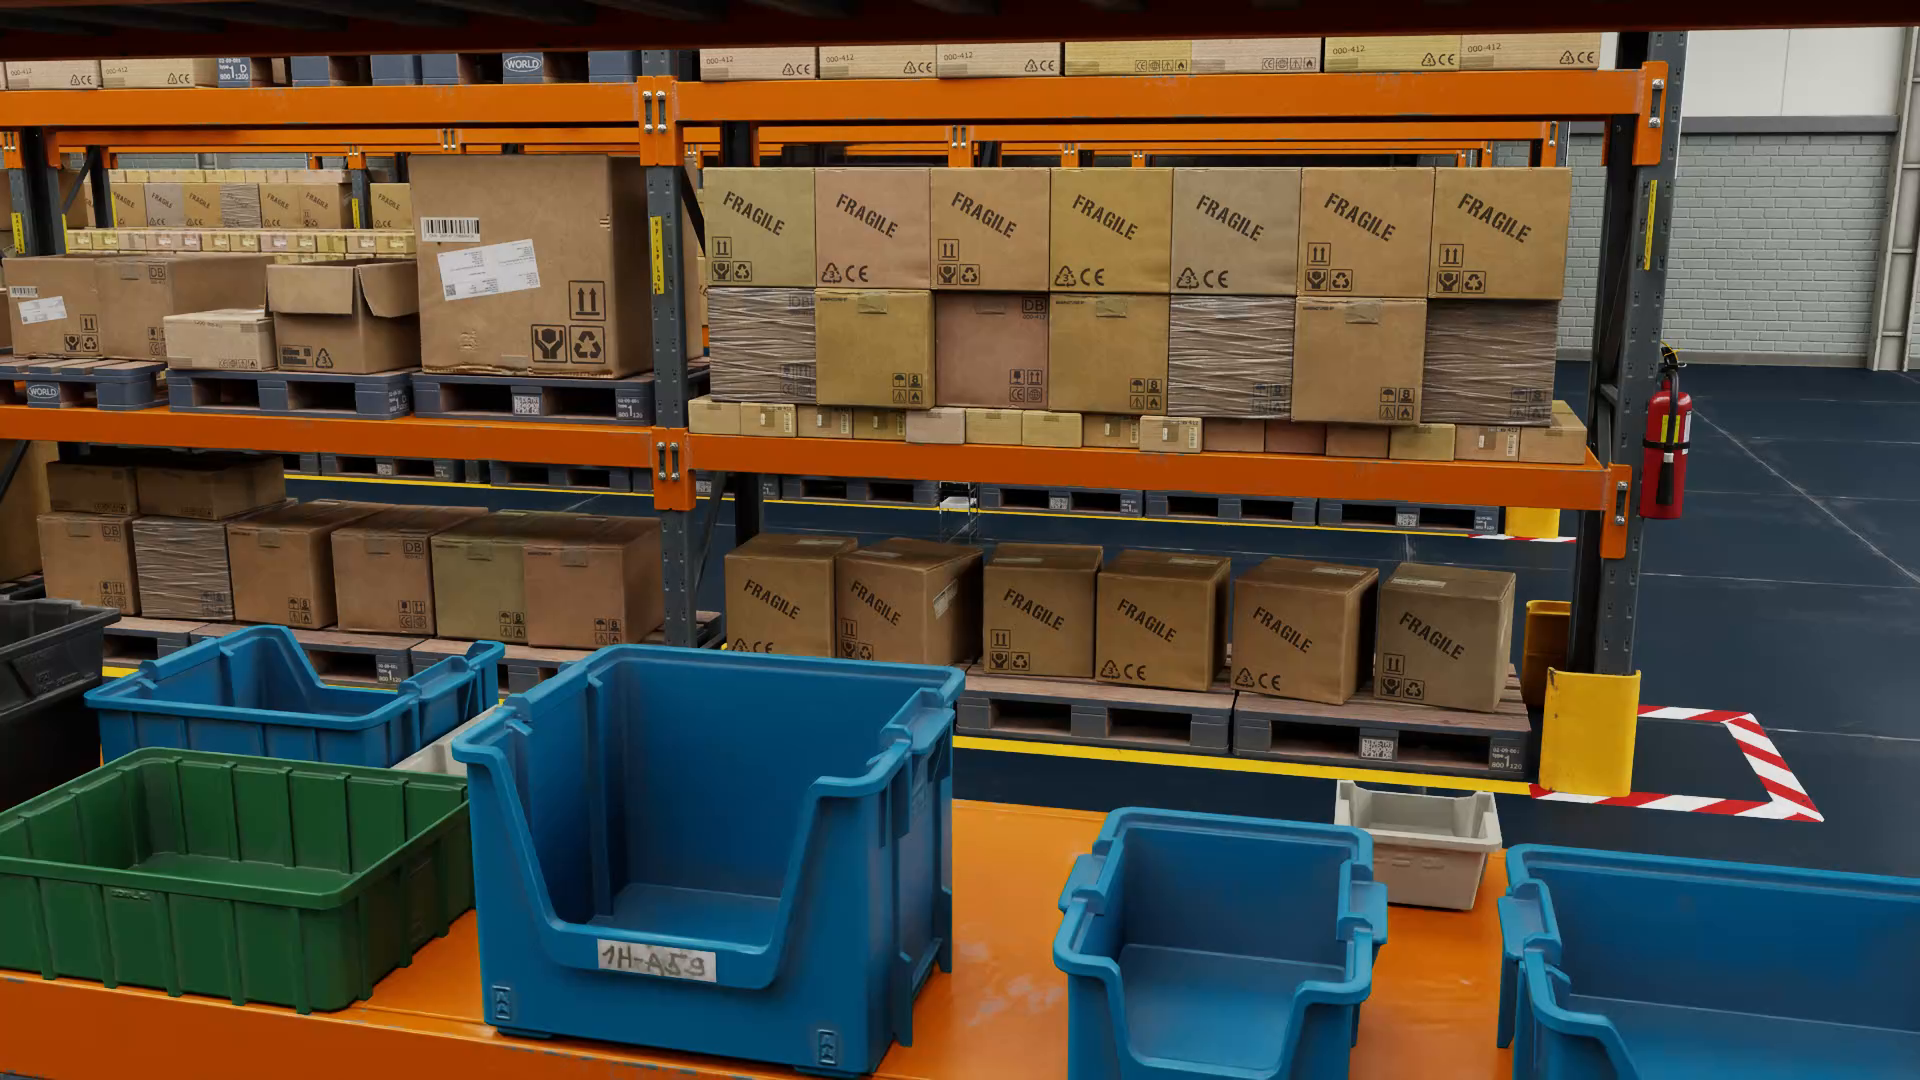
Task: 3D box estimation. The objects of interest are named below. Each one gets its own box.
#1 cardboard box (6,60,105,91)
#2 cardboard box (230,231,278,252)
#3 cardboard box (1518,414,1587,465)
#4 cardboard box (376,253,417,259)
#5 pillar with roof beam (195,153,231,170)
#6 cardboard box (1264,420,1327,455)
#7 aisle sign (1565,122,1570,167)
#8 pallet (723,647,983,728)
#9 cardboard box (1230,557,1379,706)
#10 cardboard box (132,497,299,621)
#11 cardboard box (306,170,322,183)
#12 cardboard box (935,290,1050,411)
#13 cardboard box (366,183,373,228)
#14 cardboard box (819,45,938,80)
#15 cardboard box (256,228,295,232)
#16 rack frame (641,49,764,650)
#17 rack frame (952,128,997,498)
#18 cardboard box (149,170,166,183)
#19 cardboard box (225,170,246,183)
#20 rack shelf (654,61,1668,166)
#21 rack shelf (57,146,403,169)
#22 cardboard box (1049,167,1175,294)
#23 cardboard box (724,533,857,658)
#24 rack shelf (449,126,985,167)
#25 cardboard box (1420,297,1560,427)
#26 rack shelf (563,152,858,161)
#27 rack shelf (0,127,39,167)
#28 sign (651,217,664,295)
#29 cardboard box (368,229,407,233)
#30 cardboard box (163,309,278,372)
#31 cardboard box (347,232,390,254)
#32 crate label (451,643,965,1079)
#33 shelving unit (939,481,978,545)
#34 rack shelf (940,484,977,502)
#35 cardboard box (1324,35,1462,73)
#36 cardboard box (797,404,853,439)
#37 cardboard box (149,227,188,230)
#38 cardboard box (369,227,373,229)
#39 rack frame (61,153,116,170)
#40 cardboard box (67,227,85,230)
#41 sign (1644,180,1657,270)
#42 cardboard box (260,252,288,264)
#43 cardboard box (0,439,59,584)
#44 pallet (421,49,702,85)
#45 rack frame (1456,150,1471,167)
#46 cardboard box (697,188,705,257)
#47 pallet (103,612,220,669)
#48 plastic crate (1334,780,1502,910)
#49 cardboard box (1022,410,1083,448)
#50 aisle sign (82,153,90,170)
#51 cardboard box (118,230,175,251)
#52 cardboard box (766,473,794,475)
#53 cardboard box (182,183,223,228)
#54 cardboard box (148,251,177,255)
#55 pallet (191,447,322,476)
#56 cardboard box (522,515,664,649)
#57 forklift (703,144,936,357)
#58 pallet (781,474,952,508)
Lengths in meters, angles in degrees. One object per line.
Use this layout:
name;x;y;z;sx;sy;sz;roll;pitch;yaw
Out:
cardboard box;-4.159;-2.266;7.944;0.500;0.250;0.500;3;13;15
cardboard box;-5.607;-2.387;13.304;0.250;0.149;0.380;4;13;16
cardboard box;2.388;-0.413;6.751;0.250;0.149;0.380;3;13;14
cardboard box;-4.355;-2.175;13.035;0.250;0.149;0.380;3;13;15
pillar with roof beam;-12.693;-6.876;21.449;0.400;9.000;9.100;3;13;14
cardboard box;1.419;-0.466;6.991;0.250;0.149;0.380;3;13;14
aisle sign;3.998;-2.805;10.948;0.004;0.787;0.394;3;13;14
pallet;-0.509;0.617;7.967;1.213;0.211;1.003;3;13;14
cardboard box;1.524;0.391;7.347;0.500;0.500;0.500;7;14;28
cardboard box;-3.856;0.083;8.692;0.500;0.500;0.700;2;13;9
cardboard box;-7.167;-4.110;18.798;0.250;0.149;0.380;3;13;15
cardboard box;0.240;-0.892;7.410;0.500;0.500;0.875;3;13;14
cardboard box;-6.966;-3.884;19.275;0.500;0.500;0.500;3;13;14
cardboard box;-0.279;-2.060;7.013;0.500;0.250;0.500;3;13;13
cardboard box;-5.686;-2.537;13.979;0.250;0.149;0.380;3;13;13
rack frame;-1.169;-0.772;7.789;0.127;3.000;1.000;3;13;14
rack frame;0.117;-1.810;12.466;0.127;3.000;1.000;3;13;14
cardboard box;-9.143;-4.207;19.234;0.250;0.149;0.380;3;13;14
cardboard box;-8.163;-4.154;18.993;0.250;0.149;0.380;3;13;12
rack shelf;0.773;-1.782;7.074;4.000;0.370;1.077;3;13;14
rack shelf;-8.503;-4.488;19.274;4.000;0.370;1.077;3;13;14
cardboard box;0.666;-1.302;6.952;0.500;0.500;0.500;3;13;14
cardboard box;-0.790;0.272;7.882;0.500;0.500;0.500;3;13;12
rack shelf;-1.824;-3.027;12.687;4.000;0.370;1.077;3;13;14
cardboard box;2.187;-0.793;6.965;0.500;0.500;0.875;3;13;14
rack shelf;-3.434;-5.325;23.044;4.000;0.370;1.077;3;13;14
rack shelf;-6.994;-2.197;8.945;4.000;0.370;1.077;3;13;14
sign;-1.299;-1.220;7.136;0.005;0.325;0.100;3;13;14
cardboard box;-4.667;-2.482;13.733;0.250;0.149;0.380;3;13;13
cardboard box;-3.480;-0.976;8.085;0.500;0.250;0.500;3;13;12
cardboard box;-4.595;-2.333;13.060;0.250;0.149;0.380;3;13;13
crate label;-0.324;0.421;2.329;0.616;0.435;0.502;3;13;14
shelving unit;-0.008;-0.440;11.138;0.210;0.900;0.258;3;13;14
rack shelf;-0.008;-0.319;11.165;0.200;0.077;0.258;3;13;14
cardboard box;1.700;-1.953;6.530;0.500;0.250;0.500;3;13;14
cardboard box;-0.543;-0.552;7.377;0.250;0.149;0.380;3;13;14
cardboard box;-6.702;-2.590;14.221;0.250;0.149;0.380;3;13;12
cardboard box;-6.955;-3.399;19.400;0.500;0.500;0.500;4;13;15
rack frame;-10.445;-3.479;19.988;0.127;3.000;1.000;3;13;14
cardboard box;-8.070;-2.498;14.649;0.500;0.500;0.500;3;13;13
sign;2.562;-1.168;6.172;0.005;0.325;0.100;3;13;14
cardboard box;-5.354;-2.228;13.275;0.250;0.149;0.380;3;13;13
cardboard box;-5.718;-0.188;9.090;0.875;0.875;1.225;2;13;11
pallet;-1.743;-2.199;7.729;1.003;0.211;1.213;3;13;14
rack frame;6.274;-3.692;20.951;0.127;3.000;1.000;3;13;14
cardboard box;-1.846;-2.450;12.814;0.500;0.500;0.700;3;13;13
pallet;-4.294;0.423;8.842;1.213;0.211;1.003;3;13;14
plastic crate;0.736;0.492;2.701;0.250;0.136;0.298;3;13;14
cardboard box;0.427;-0.500;7.142;0.250;0.149;0.380;3;13;14
aisle sign;-10.441;-4.817;20.017;0.004;0.787;0.394;3;13;14
cardboard box;-6.615;-2.440;13.544;0.250;0.149;0.380;3;13;13
cardboard box;-1.442;-0.981;12.953;0.750;0.750;1.050;3;13;14
cardboard box;-8.558;-3.855;19.144;0.500;0.500;0.500;3;13;14
cardboard box;-6.360;-2.282;13.519;0.250;0.149;0.380;4;13;16
pallet;-5.705;-0.761;14.175;1.213;0.211;1.003;3;13;14
cardboard box;-1.760;0.197;8.176;0.500;0.500;0.700;2;13;9
forklift;-0.767;-2.300;14.834;3.031;2.935;1.130;2;13;11
pallet;-0.650;-0.473;12.877;1.213;0.211;1.003;3;13;14
